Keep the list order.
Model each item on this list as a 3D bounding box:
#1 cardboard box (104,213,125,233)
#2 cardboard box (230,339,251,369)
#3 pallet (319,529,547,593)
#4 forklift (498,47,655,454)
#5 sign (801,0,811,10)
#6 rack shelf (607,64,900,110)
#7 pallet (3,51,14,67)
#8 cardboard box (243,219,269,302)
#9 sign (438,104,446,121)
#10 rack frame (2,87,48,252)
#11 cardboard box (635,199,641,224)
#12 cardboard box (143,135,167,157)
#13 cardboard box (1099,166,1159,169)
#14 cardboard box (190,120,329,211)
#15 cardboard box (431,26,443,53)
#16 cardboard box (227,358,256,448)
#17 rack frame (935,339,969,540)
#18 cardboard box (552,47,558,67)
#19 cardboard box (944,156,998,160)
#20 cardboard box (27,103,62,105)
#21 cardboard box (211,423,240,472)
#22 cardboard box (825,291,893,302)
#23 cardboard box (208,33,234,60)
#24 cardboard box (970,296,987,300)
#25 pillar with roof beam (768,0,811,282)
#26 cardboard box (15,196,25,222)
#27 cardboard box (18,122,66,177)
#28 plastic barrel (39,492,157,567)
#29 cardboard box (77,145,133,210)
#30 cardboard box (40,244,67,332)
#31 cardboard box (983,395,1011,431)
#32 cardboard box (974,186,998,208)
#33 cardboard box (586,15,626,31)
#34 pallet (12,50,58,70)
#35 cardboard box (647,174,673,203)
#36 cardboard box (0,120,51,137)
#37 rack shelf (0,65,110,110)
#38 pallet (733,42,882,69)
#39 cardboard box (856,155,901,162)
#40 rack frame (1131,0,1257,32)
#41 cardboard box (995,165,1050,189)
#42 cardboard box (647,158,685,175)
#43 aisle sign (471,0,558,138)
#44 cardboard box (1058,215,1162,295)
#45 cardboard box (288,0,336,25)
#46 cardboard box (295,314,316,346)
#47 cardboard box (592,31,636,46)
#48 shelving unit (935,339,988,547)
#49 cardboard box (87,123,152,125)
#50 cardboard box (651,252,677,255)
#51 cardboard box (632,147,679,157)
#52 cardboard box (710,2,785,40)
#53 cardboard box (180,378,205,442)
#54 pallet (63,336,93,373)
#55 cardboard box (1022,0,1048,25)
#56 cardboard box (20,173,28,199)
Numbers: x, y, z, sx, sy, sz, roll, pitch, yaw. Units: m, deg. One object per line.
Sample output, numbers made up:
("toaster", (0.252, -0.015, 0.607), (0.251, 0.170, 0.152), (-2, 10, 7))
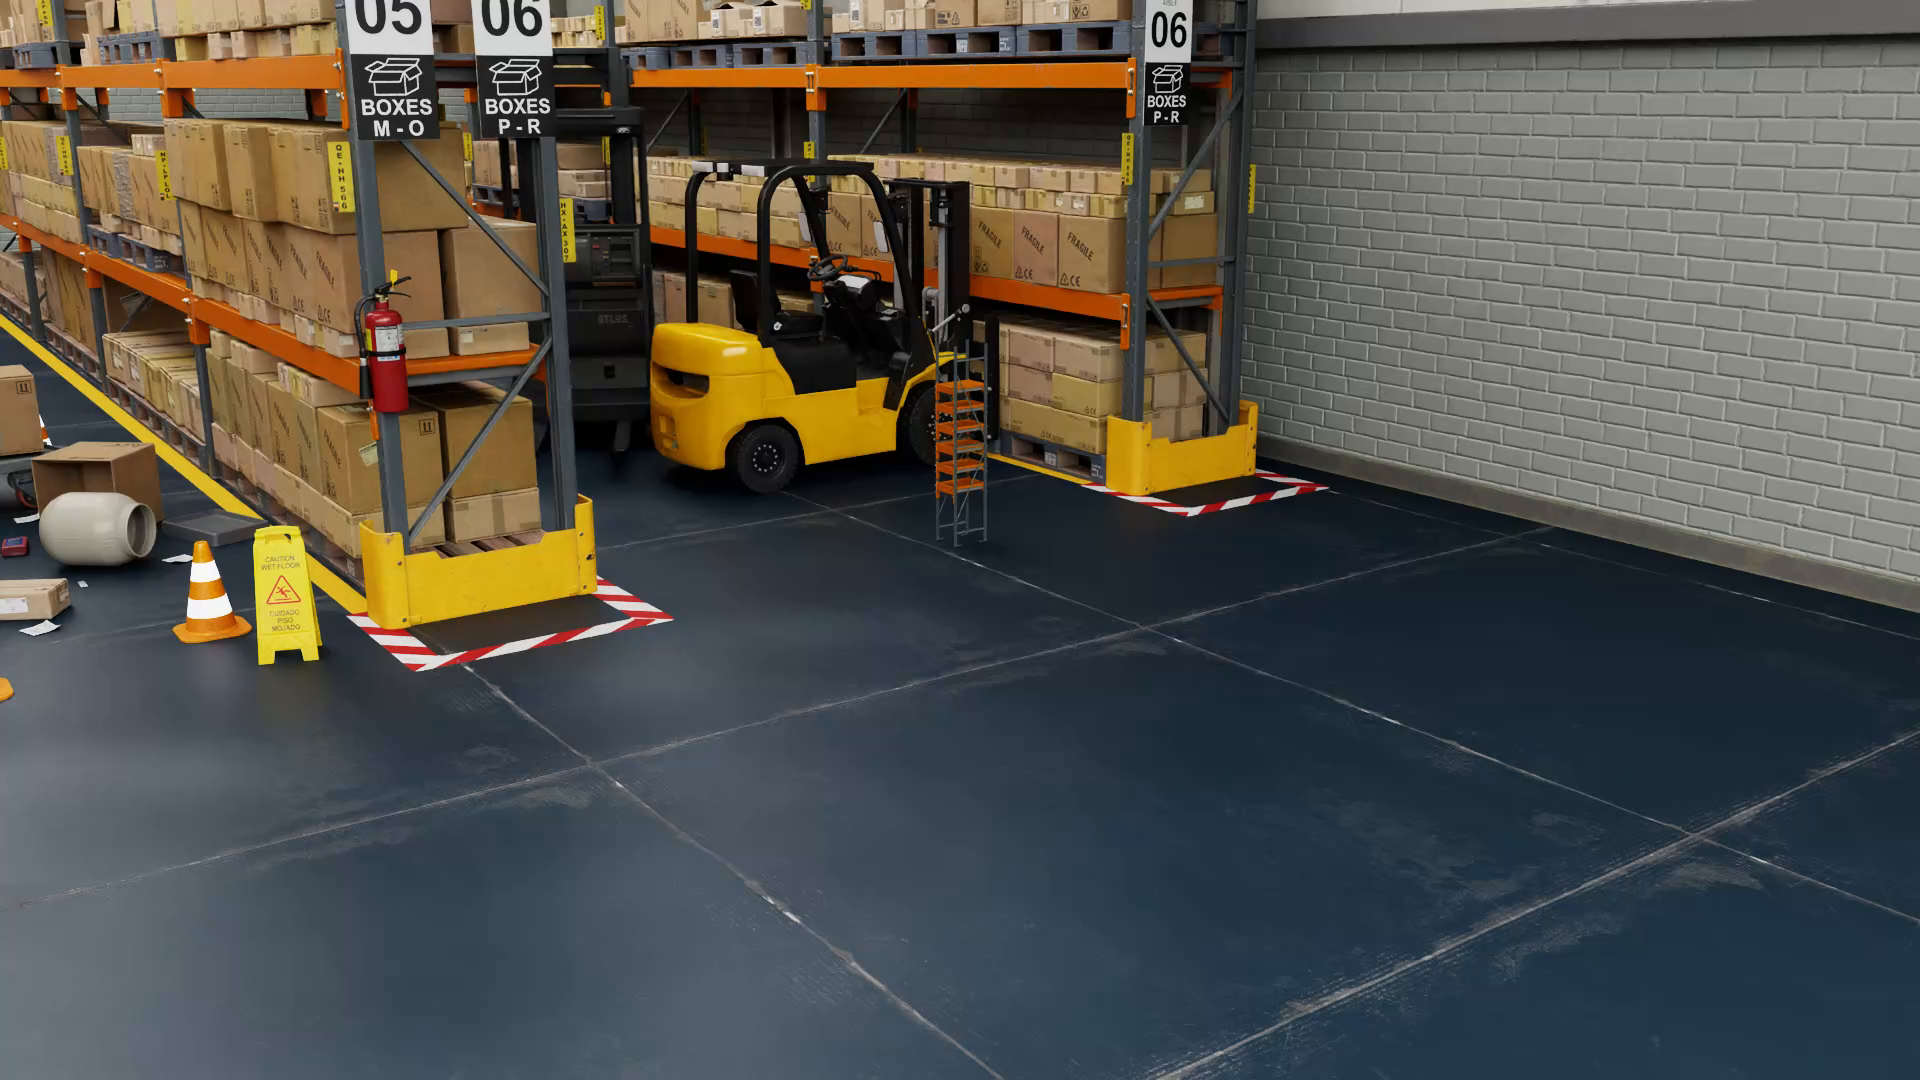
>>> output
("cardboard box", (-6.736, -2.596, 13.558), (0.380, 0.149, 0.250), (-11, 19, -34))
("cardboard box", (-4.376, -1.189, 10.502), (0.380, 0.149, 0.250), (-10, 18, -32))
("pallet", (-2.975, 0.052, 9.485), (1.003, 0.211, 1.213), (-11, 19, -35))
("forklift", (-2.891, -2.199, 12.559), (1.130, 2.935, 3.031), (-2, 15, -9))
("sign", (-1.253, -4.484, 13.521), (0.100, 0.325, 0.005), (-11, 19, -35))
("rack shelf", (-1.996, -4.250, 15.601), (1.077, 0.370, 4.000), (-11, 19, -35))
("pallet", (-10.009, -5.240, 18.026), (1.003, 0.211, 1.213), (-11, 19, -35))
("cardboard box", (-3.888, -1.688, 9.810), (0.500, 0.500, 0.500), (-11, 19, -34))
("sign", (-7.415, -6.078, 23.809), (0.100, 0.325, 0.005), (-11, 19, -35))
("rack frame", (-11.888, -4.514, 20.886), (1.000, 3.000, 0.127), (-11, 19, -35))
("cardboard box", (-3.109, -3.372, 16.998), (0.500, 0.250, 0.500), (-11, 19, -34))
("cardboard box", (-5.703, -2.867, 12.093), (0.380, 0.149, 0.250), (-12, 19, -36))
("cardboard box", (1.214, -2.593, 11.888), (0.380, 0.149, 0.250), (-10, 18, -33))
("cardboard box", (-4.194, -2.274, 10.055), (0.700, 0.500, 0.500), (-11, 19, -36))
("cardboard box", (-2.640, -2.586, 8.638), (0.380, 0.149, 0.250), (-12, 19, -36))
("cardboard box", (-4.380, -0.909, 10.708), (0.500, 0.500, 0.500), (-10, 18, -32))
("rack frame", (-0.045, -0.595, 9.978), (0.240, 1.200, 0.006), (-11, 19, -35))
("cardboard box", (-4.261, -5.237, 18.131), (0.500, 0.250, 0.500), (-11, 19, -35))
("cardboard box", (0.090, -3.048, 13.548), (0.380, 0.149, 0.250), (-11, 19, -36))
("cardboard box", (-10.721, -5.048, 19.525), (0.380, 0.149, 0.250), (-10, 18, -33))
("cardboard box", (-4.704, -0.660, 11.218), (0.500, 0.250, 0.500), (-12, 19, -37))
("cardboard box", (-0.789, -1.929, 13.962), (0.500, 0.250, 0.500), (-11, 19, -35))
("cardboard box", (-4.161, -2.884, 9.723), (0.380, 0.149, 0.250), (-11, 19, -36))
("cardboard box", (-0.064, -1.900, 13.857), (0.500, 0.250, 0.500), (-11, 19, -35))
("pillar with roof beam", (-5.159, -5.664, 13.723), (9.100, 9.000, 0.400), (-11, 19, -35))
("cardboard box", (-9.491, -3.452, 17.292), (0.500, 0.250, 0.500), (-11, 19, -36))
("cardboard box", (-8.896, -3.840, 16.340), (0.500, 0.500, 0.500), (-11, 19, -36))
("plastic barrel", (-4.920, -0.061, 9.496), (0.512, 0.421, 0.421), (1, 15, 4))
("cardboard box", (-7.107, -3.068, 14.055), (0.500, 0.500, 0.500), (-12, 19, -36))
("cardboard box", (-9.107, -2.718, 17.552), (0.875, 0.875, 0.875), (-10, 18, -33))
("cardboard box", (0.428, -1.012, 12.505), (0.500, 0.250, 0.500), (-11, 19, -34))
("cardboard box", (0.327, -2.530, 12.221), (0.380, 0.149, 0.250), (-11, 19, -34))
("cardboard box", (-3.613, -5.315, 17.095), (0.380, 0.149, 0.250), (-10, 18, -33))
("pallet", (-8.958, -4.826, 16.708), (0.805, 0.209, 1.217), (-12, 19, -37))
("cardboard box", (-2.815, -3.506, 16.540), (0.500, 0.250, 0.500), (-10, 18, -33))
("cardboard box", (-10.037, -4.248, 17.832), (0.500, 0.500, 0.500), (-11, 19, -35))
("rack shelf", (-8.361, -4.332, 15.904), (1.077, 0.370, 4.000), (-11, 19, -35))
("pallet", (-1.349, -4.264, 14.652), (0.805, 0.209, 1.217), (-12, 19, -37))
("cardboard box", (-0.631, -3.074, 13.644), (0.380, 0.149, 0.250), (-11, 19, -34))
("rack frame", (1.532, -4.762, 10.429), (1.000, 3.000, 0.127), (-11, 19, -35))
("cardboard box", (0.476, -2.620, 11.983), (0.380, 0.149, 0.250), (-10, 18, -33))
("cardboard box", (-2.893, -3.716, 16.555), (0.380, 0.149, 0.250), (-10, 18, -33))
("aisle sign", (-2.194, -2.386, 8.188), (0.394, 0.787, 0.004), (-11, 19, -35))
("cardboard box", (1.030, -1.981, 11.443), (0.500, 0.500, 0.500), (-11, 19, -36))
("cardboard box", (-3.000, -2.683, 8.234), (0.500, 0.250, 0.500), (-11, 19, -35))
("cardboard box", (-3.422, -1.168, 9.138), (0.380, 0.149, 0.250), (-10, 18, -34))
("cardboard box", (-3.575, -5.182, 17.174), (0.380, 0.149, 0.250), (-10, 18, -33))
("shelving unit", (0.009, -0.576, 9.906), (0.258, 1.200, 0.189), (-11, 19, -35))
("cardboard box", (-8.162, -3.805, 16.213), (0.500, 0.500, 0.500), (-11, 18, -34))
("cardboard box", (-3.361, -3.107, 18.458), (0.380, 0.149, 0.250), (-10, 18, -33))
("cardboard box", (-3.348, -3.962, 17.884), (0.500, 0.500, 0.500), (-10, 18, -32))
("cardboard box", (-1.894, -4.658, 14.914), (0.500, 0.311, 0.500), (-12, 19, -36))
("cardboard box", (-5.143, -0.998, 12.223), (0.950, 0.372, 0.625), (-11, 19, -34))
("pallet", (-8.301, -1.901, 16.622), (1.003, 0.211, 1.213), (-11, 19, -35))
("cardboard box", (0.650, -3.685, 11.446), (0.396, 0.266, 0.258), (-11, 19, -34))
("cardboard box", (-9.177, -3.584, 16.825), (0.500, 0.250, 0.500), (-11, 18, -34))
